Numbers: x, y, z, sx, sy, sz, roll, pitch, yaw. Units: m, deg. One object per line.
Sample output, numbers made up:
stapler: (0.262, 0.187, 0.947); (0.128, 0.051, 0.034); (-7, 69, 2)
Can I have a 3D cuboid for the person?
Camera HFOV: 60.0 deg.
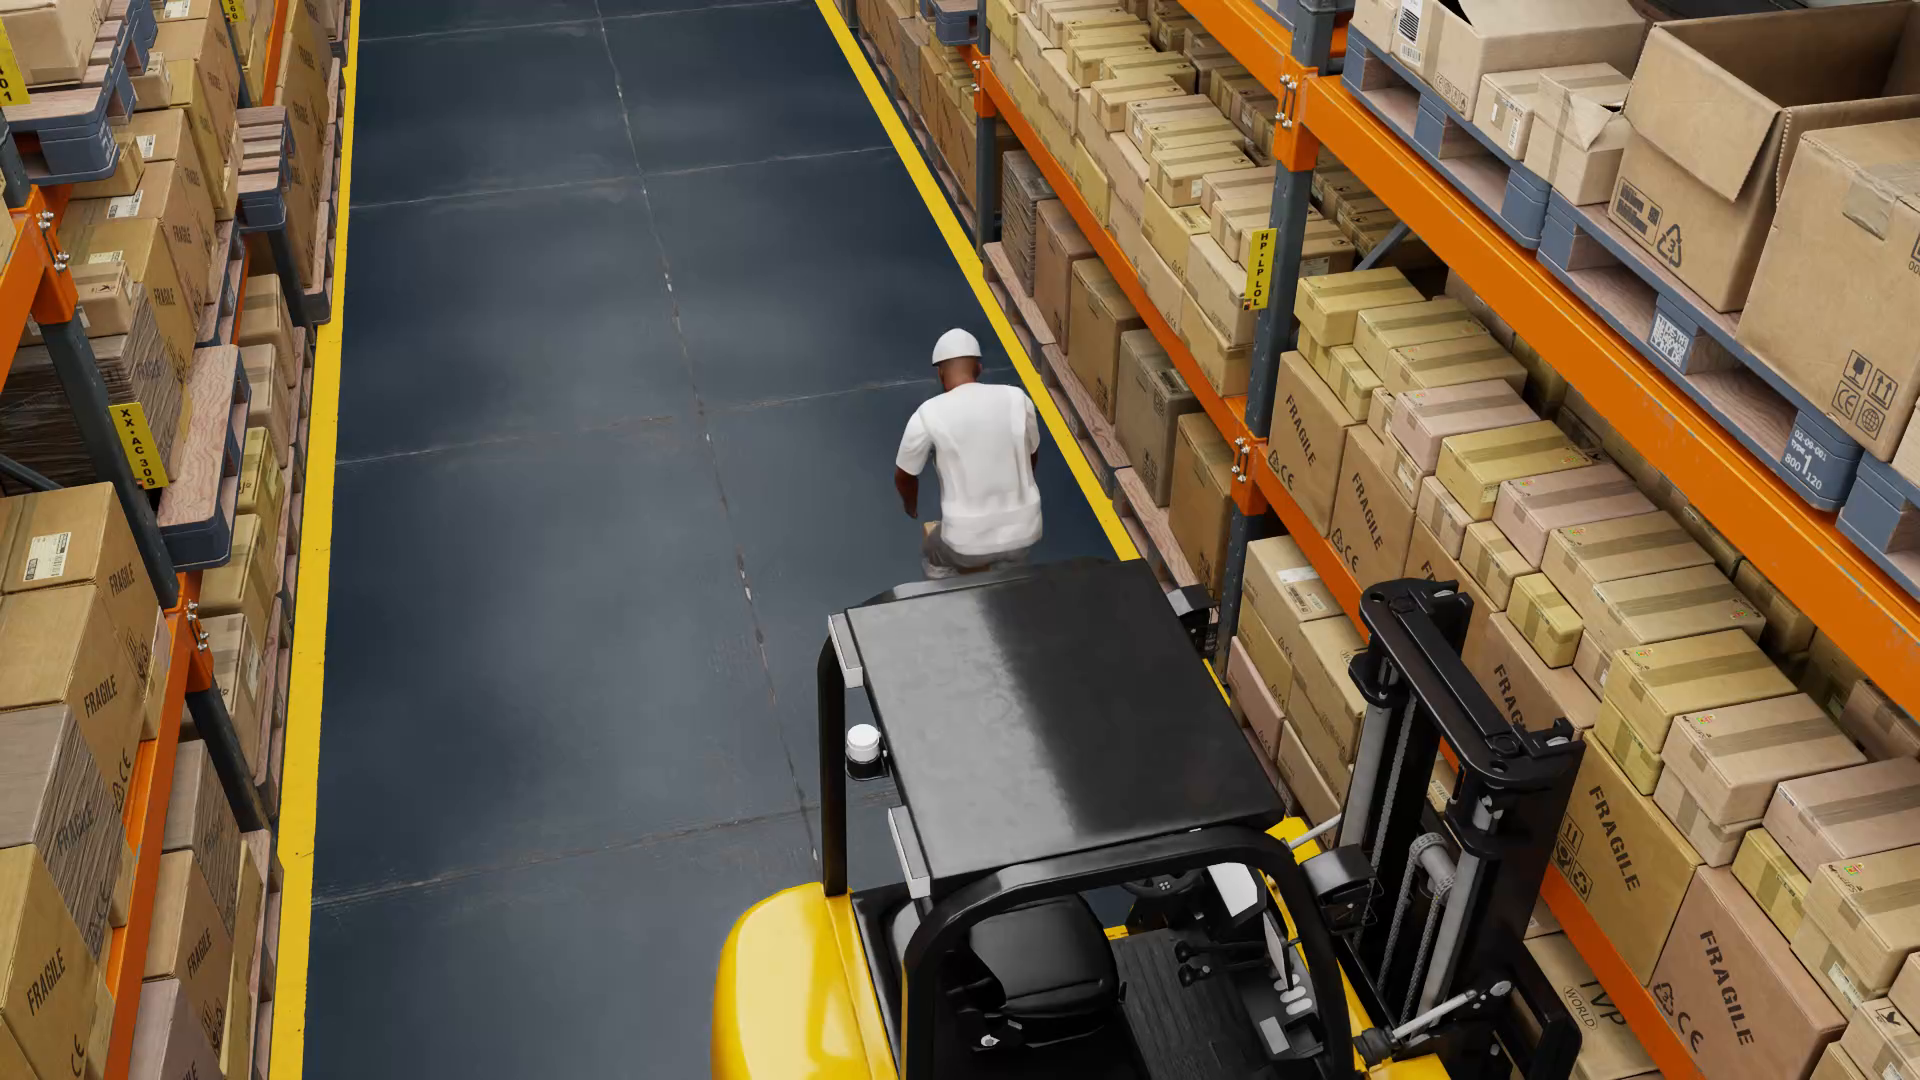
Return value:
person: (0.030, -0.029, 7.268); (0.606, 1.111, 0.869); (-8, 39, -11)
